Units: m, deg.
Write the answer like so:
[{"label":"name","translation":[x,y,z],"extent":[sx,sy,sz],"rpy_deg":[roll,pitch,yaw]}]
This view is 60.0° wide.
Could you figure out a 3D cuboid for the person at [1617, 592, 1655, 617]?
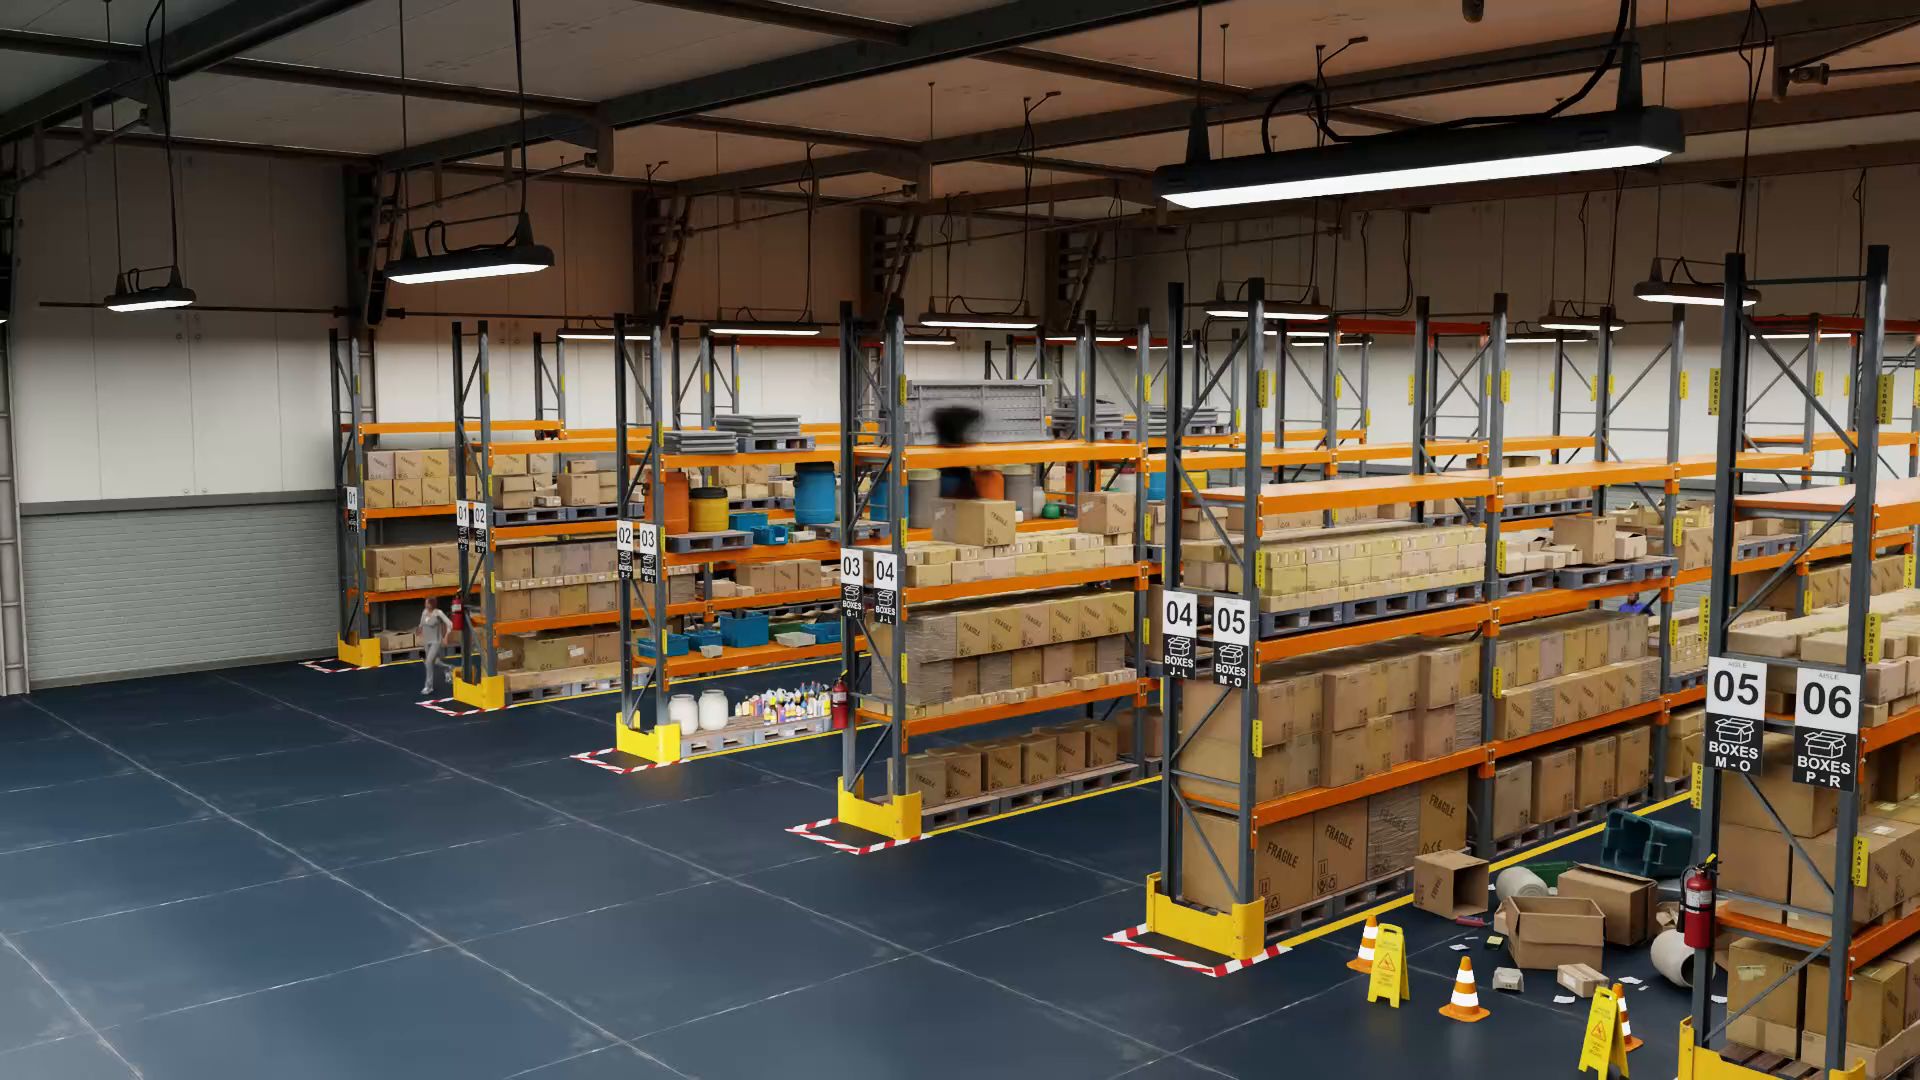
[{"label":"person","translation":[11.045,1.646,27.324],"extent":[0.581,1.672,0.859],"rpy_deg":[4,7,38]}]

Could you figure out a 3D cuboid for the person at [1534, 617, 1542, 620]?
[{"label":"person","translation":[8.126,1.987,23.310],"extent":[0.832,1.825,0.627],"rpy_deg":[-5,8,-41]}]

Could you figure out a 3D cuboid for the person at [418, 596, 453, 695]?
[{"label":"person","translation":[-8.611,1.705,27.291],"extent":[0.568,1.595,0.753],"rpy_deg":[3,6,29]}]
